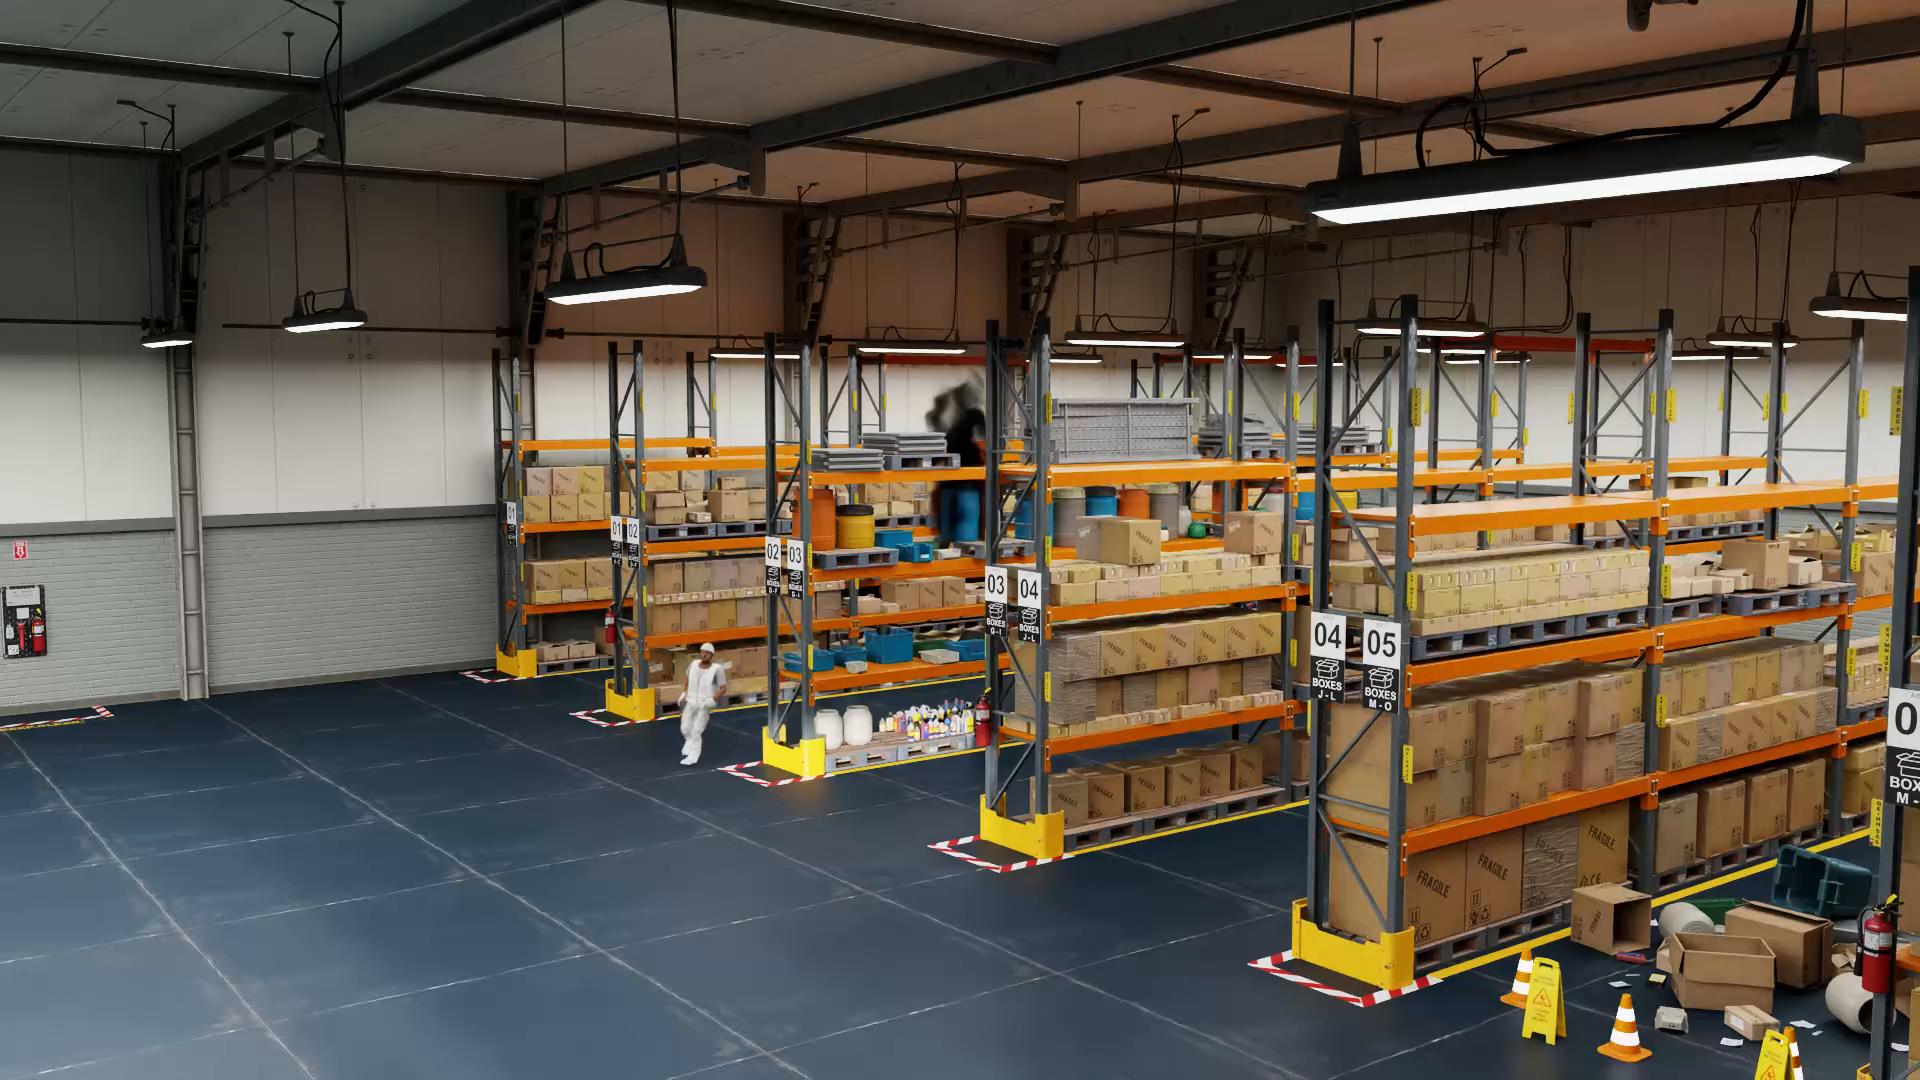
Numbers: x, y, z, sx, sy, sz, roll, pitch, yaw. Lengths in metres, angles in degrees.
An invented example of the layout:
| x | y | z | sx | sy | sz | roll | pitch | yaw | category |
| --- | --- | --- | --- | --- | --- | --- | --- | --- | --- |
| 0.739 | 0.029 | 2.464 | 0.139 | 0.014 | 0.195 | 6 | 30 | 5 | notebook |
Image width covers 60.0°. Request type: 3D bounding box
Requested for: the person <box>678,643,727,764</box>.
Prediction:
| x | y | z | sx | sy | sz | roll | pitch | yaw | category |
| --- | --- | --- | --- | --- | --- | --- | --- | --- | --- |
| -3.612 | 2.285 | 23.095 | 0.734 | 1.708 | 0.555 | 1 | 5 | 14 | person |
